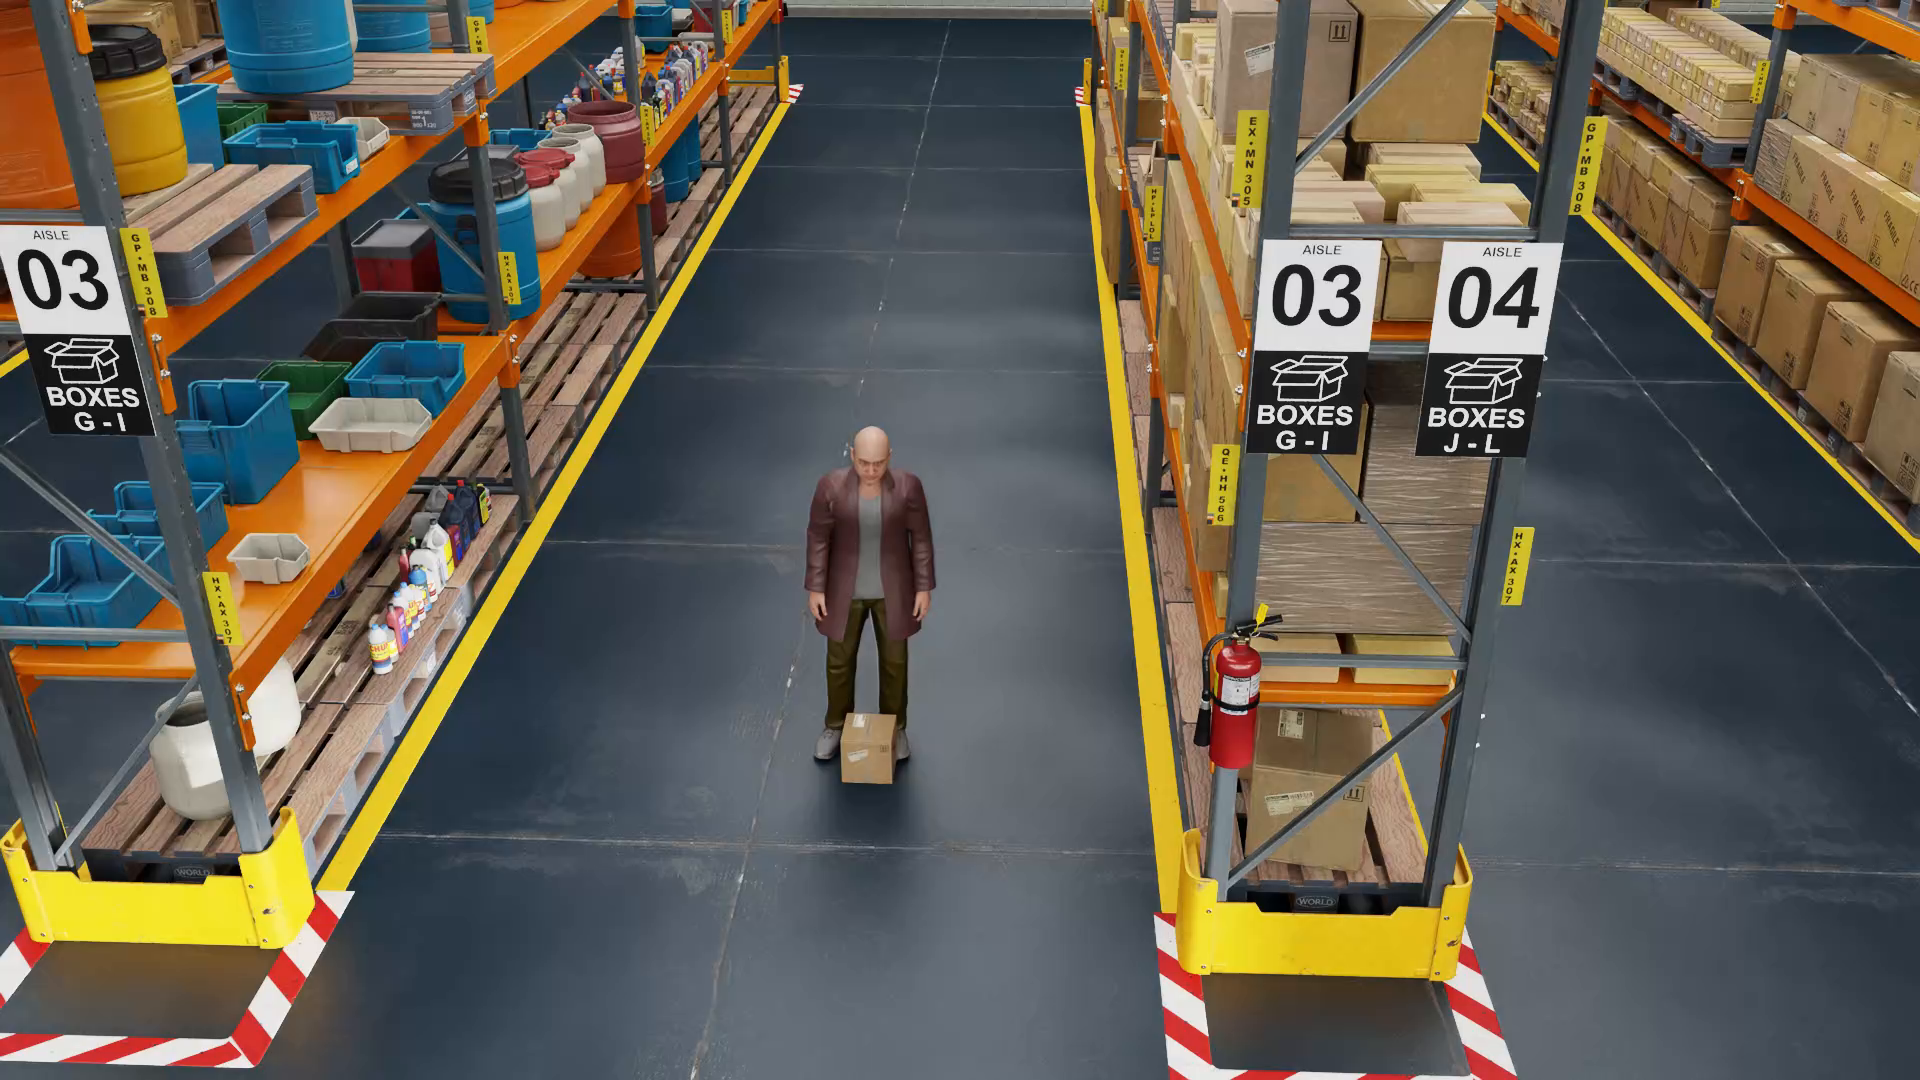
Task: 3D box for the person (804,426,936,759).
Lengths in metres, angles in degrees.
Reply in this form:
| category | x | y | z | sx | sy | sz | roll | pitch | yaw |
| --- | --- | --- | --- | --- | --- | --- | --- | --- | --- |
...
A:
| category | x | y | z | sx | sy | sz | roll | pitch | yaw |
| --- | --- | --- | --- | --- | --- | --- | --- | --- | --- |
| person | -0.439 | 0.249 | 8.162 | 0.648 | 1.772 | 0.429 | -1 | 28 | -1 |
